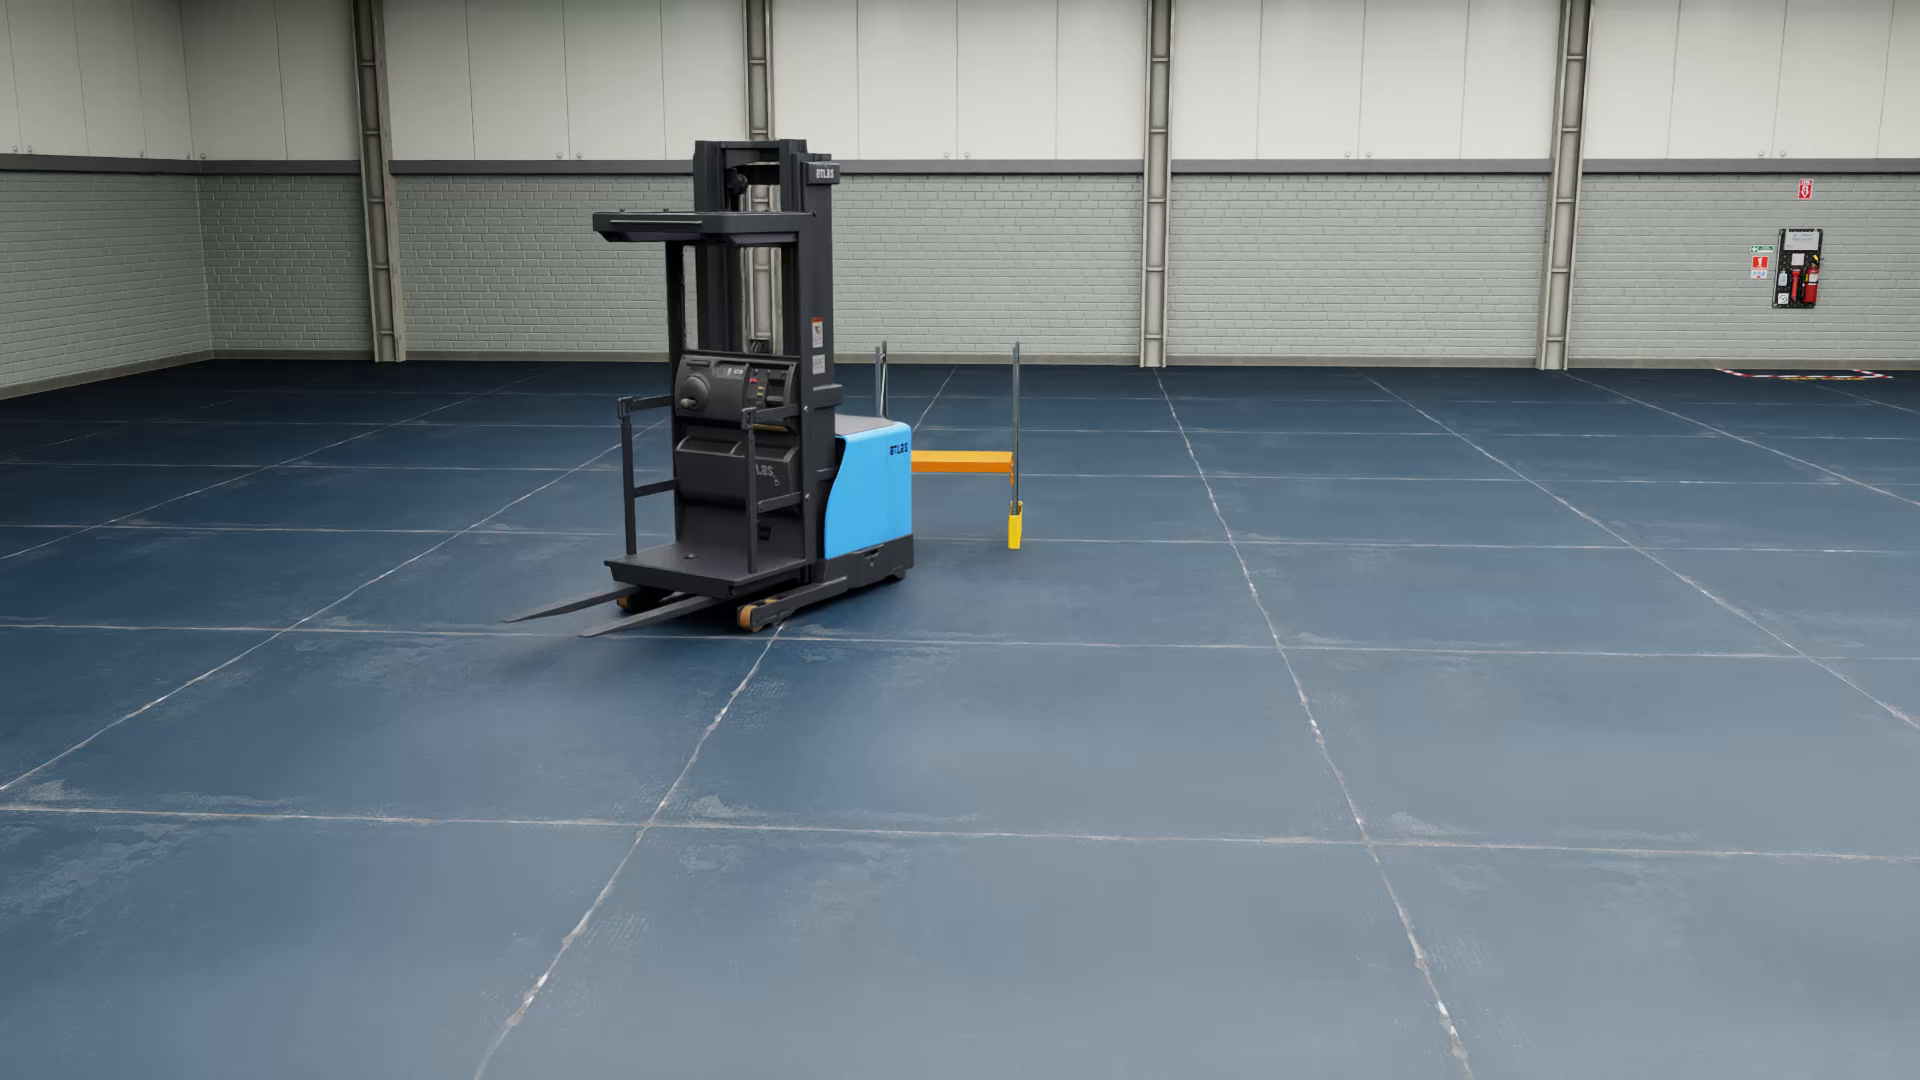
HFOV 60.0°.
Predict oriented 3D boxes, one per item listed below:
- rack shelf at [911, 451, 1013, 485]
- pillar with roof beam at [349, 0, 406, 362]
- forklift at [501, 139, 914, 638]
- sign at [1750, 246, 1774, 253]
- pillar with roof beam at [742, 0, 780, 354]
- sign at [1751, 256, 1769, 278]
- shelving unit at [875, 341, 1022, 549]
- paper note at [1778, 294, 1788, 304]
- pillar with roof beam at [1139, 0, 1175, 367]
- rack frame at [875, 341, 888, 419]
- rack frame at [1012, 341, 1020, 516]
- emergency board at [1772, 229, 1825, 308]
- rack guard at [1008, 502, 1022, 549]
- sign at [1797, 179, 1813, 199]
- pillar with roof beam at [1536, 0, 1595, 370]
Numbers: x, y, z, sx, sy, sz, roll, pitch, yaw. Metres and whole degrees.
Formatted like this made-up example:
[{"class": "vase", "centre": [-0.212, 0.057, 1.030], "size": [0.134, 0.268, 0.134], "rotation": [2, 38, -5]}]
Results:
[{"class": "rack shelf", "centre": [-0.085, -0.559, 12.657], "size": [1.000, 0.185, 0.538], "rotation": [1, 12, 4]}, {"class": "pillar with roof beam", "centre": [-9.303, -6.364, 21.213], "size": [0.400, 9.000, 9.100], "rotation": [1, 12, 4]}, {"class": "forklift", "centre": [-1.531, -0.984, 10.314], "size": [1.130, 2.935, 3.031], "rotation": [7, 14, 32]}, {"class": "sign", "centre": [11.927, -4.324, 24.731], "size": [0.331, 0.109, 0.001], "rotation": [1, 12, 4]}, {"class": "pillar with roof beam", "centre": [-3.317, -6.282, 20.821], "size": [0.400, 9.000, 9.100], "rotation": [1, 12, 4]}, {"class": "sign", "centre": [11.923, -4.066, 24.794], "size": [0.234, 0.329, 0.001], "rotation": [1, 12, 4]}, {"class": "shelving unit", "centre": [-0.076, -0.735, 12.619], "size": [1.083, 1.500, 0.587], "rotation": [1, 12, 4]}, {"class": "paper note", "centre": [12.295, -3.606, 24.830], "size": [0.142, 0.148, 0.016], "rotation": [1, 12, 4]}, {"class": "pillar with roof beam", "centre": [2.670, -6.200, 20.428], "size": [0.400, 9.000, 9.100], "rotation": [1, 12, 4]}, {"class": "rack frame", "centre": [-0.592, -0.742, 12.653], "size": [0.032, 1.500, 0.500], "rotation": [1, 12, 4]}, {"class": "rack frame", "centre": [0.422, -0.728, 12.587], "size": [0.032, 1.500, 0.500], "rotation": [1, 12, 4]}, {"class": "emergency board", "centre": [12.467, -4.020, 24.661], "size": [0.643, 1.169, 0.194], "rotation": [1, 12, 4]}, {"class": "rack guard", "centre": [0.421, -0.117, 12.715], "size": [0.087, 0.250, 0.587], "rotation": [1, 12, 4]}, {"class": "sign", "centre": [12.466, -5.175, 24.521], "size": [0.199, 0.298, 0.001], "rotation": [1, 12, 4]}, {"class": "pillar with roof beam", "centre": [8.656, -6.118, 20.036], "size": [0.400, 9.000, 9.100], "rotation": [1, 12, 4]}]
